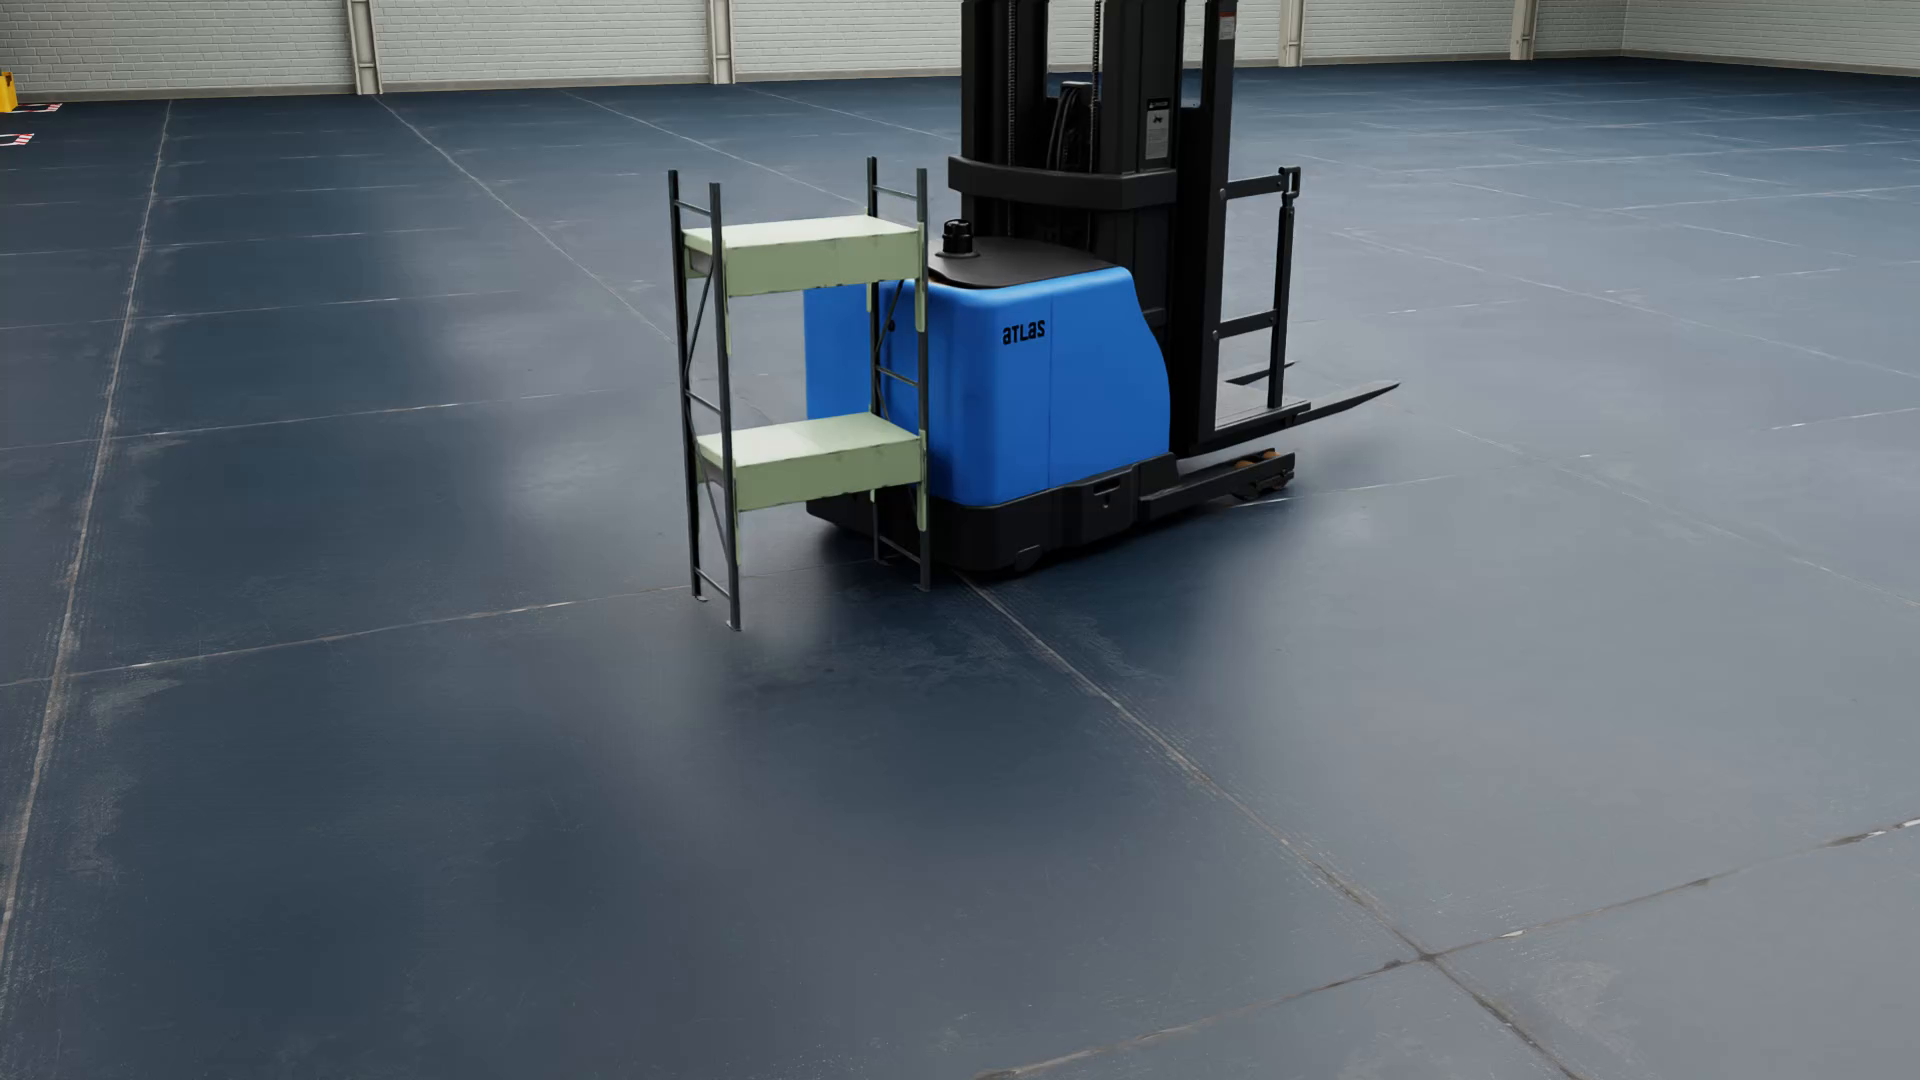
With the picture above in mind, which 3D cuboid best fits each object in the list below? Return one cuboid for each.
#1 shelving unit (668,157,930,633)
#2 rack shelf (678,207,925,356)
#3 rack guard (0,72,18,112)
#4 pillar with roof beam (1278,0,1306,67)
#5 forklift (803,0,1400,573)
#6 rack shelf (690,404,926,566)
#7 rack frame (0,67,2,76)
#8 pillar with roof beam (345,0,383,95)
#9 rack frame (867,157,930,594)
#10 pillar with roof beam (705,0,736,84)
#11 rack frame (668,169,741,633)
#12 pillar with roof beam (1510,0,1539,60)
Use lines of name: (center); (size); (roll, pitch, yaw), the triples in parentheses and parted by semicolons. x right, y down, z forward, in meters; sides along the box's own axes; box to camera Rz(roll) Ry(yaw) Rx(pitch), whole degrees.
shelving unit: (-0.534, -0.514, 5.723); (0.755, 1.500, 0.431); (-11, 22, -28)
rack shelf: (-0.534, -0.882, 5.593); (0.720, 0.370, 0.431); (-11, 22, -28)
rack guard: (-14.242, -6.639, 24.626); (0.348, 0.500, 1.175); (-8, 21, -22)
pillar with roof beam: (8.481, -12.673, 28.964); (0.400, 9.000, 9.100); (-8, 21, -22)
forklift: (0.796, -1.661, 6.826); (3.031, 2.935, 1.130); (-18, 26, -41)
rack shelf: (-0.534, -0.206, 5.831); (0.720, 0.370, 0.431); (-11, 22, -28)
rack frame: (-14.264, -7.815, 24.202); (0.127, 3.000, 1.000); (-8, 21, -22)
pillar with roof beam: (-8.046, -10.305, 22.239); (0.400, 9.000, 9.100); (-8, 21, -22)
rack frame: (-0.217, -0.574, 5.894); (0.023, 1.500, 0.400); (-11, 22, -28)
pillar with roof beam: (-2.537, -11.094, 24.481); (0.400, 9.000, 9.100); (-8, 21, -22)
rack frame: (-0.851, -0.453, 5.551); (0.023, 1.500, 0.400); (-11, 22, -28)
pillar with roof beam: (13.991, -13.462, 31.206); (0.400, 9.000, 9.100); (-8, 21, -22)
